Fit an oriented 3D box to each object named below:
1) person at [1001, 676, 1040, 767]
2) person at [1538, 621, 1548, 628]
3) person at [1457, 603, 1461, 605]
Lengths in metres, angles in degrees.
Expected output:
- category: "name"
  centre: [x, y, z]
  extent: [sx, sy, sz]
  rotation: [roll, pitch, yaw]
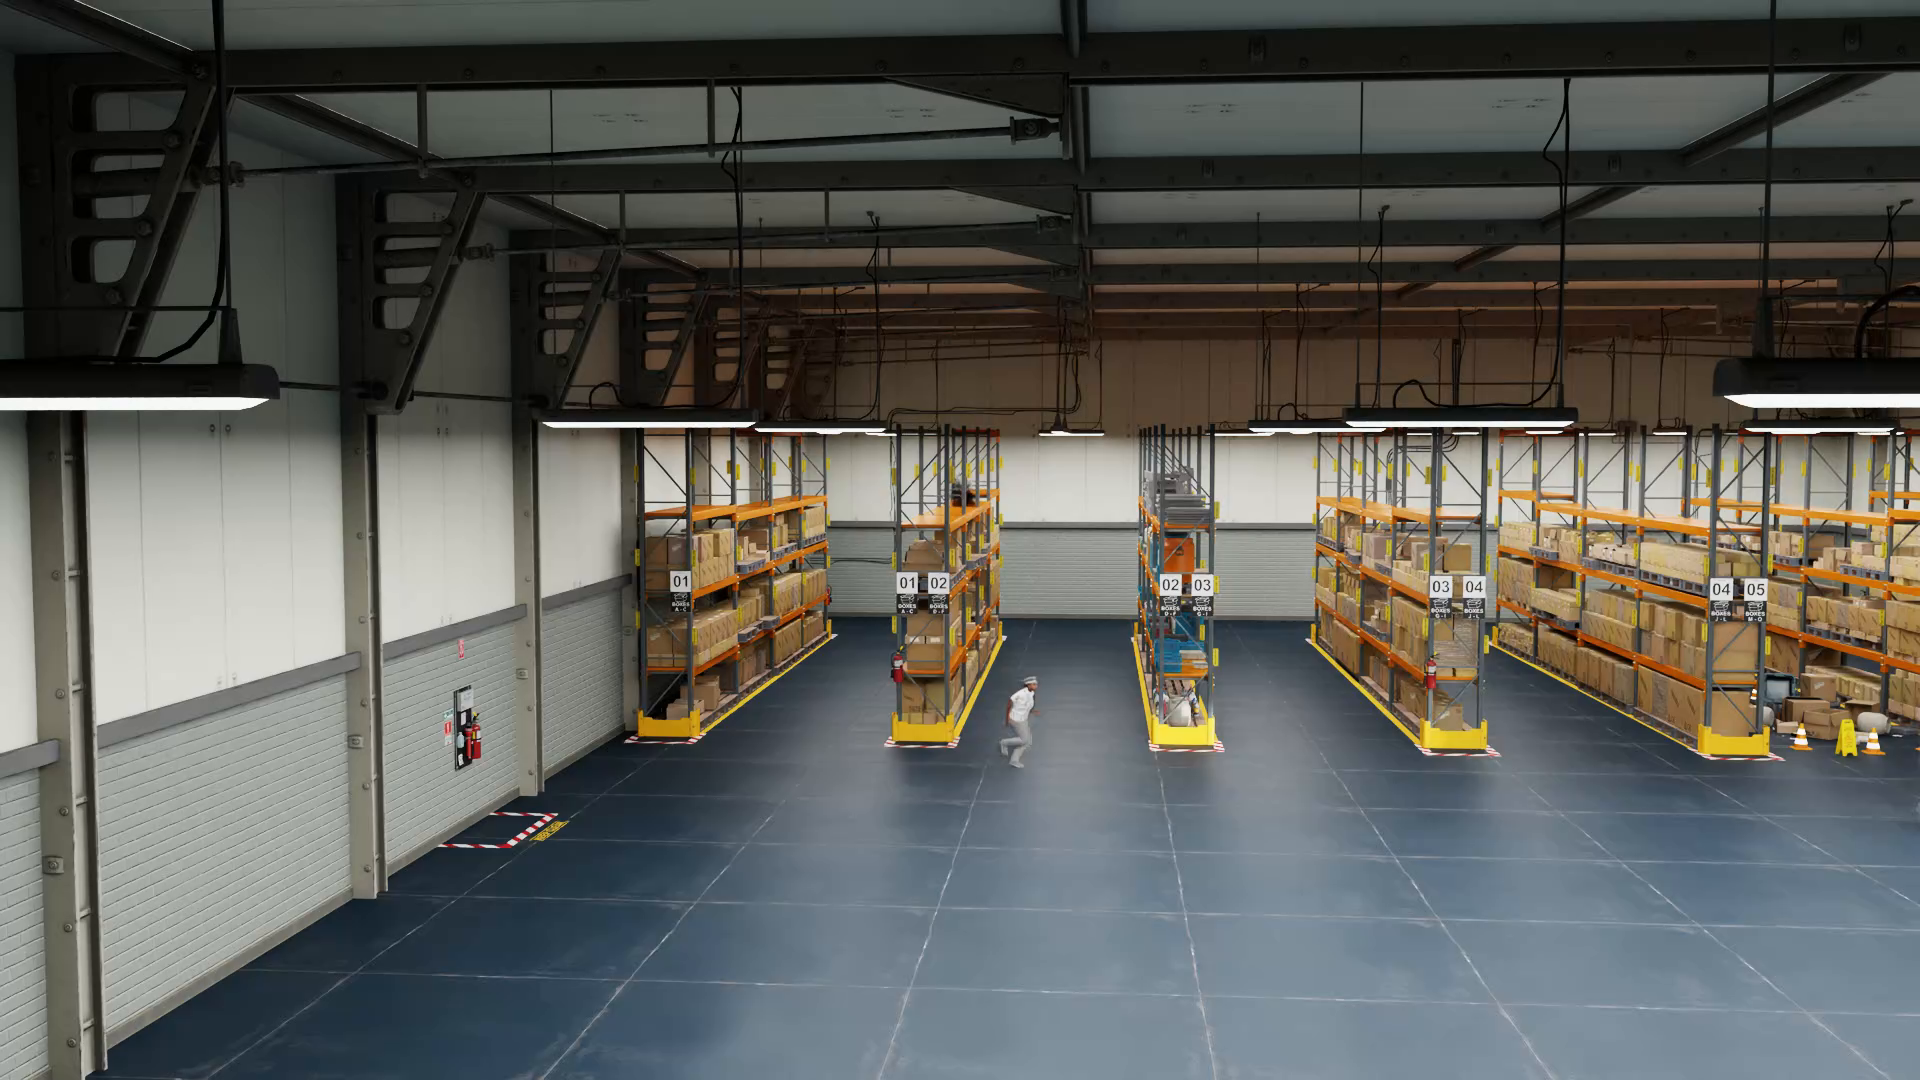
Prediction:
- category: "person"
  centre: [1.057, 3.168, 29.068]
  extent: [0.694, 1.614, 0.563]
  rotation: [1, 4, 20]
- category: "person"
  centre: [16.543, 2.033, 47.257]
  extent: [0.957, 1.679, 0.496]
  rotation: [-2, 4, -31]
- category: "person"
  centre: [13.565, 2.107, 46.160]
  extent: [0.703, 1.607, 0.558]
  rotation: [3, 4, 38]
